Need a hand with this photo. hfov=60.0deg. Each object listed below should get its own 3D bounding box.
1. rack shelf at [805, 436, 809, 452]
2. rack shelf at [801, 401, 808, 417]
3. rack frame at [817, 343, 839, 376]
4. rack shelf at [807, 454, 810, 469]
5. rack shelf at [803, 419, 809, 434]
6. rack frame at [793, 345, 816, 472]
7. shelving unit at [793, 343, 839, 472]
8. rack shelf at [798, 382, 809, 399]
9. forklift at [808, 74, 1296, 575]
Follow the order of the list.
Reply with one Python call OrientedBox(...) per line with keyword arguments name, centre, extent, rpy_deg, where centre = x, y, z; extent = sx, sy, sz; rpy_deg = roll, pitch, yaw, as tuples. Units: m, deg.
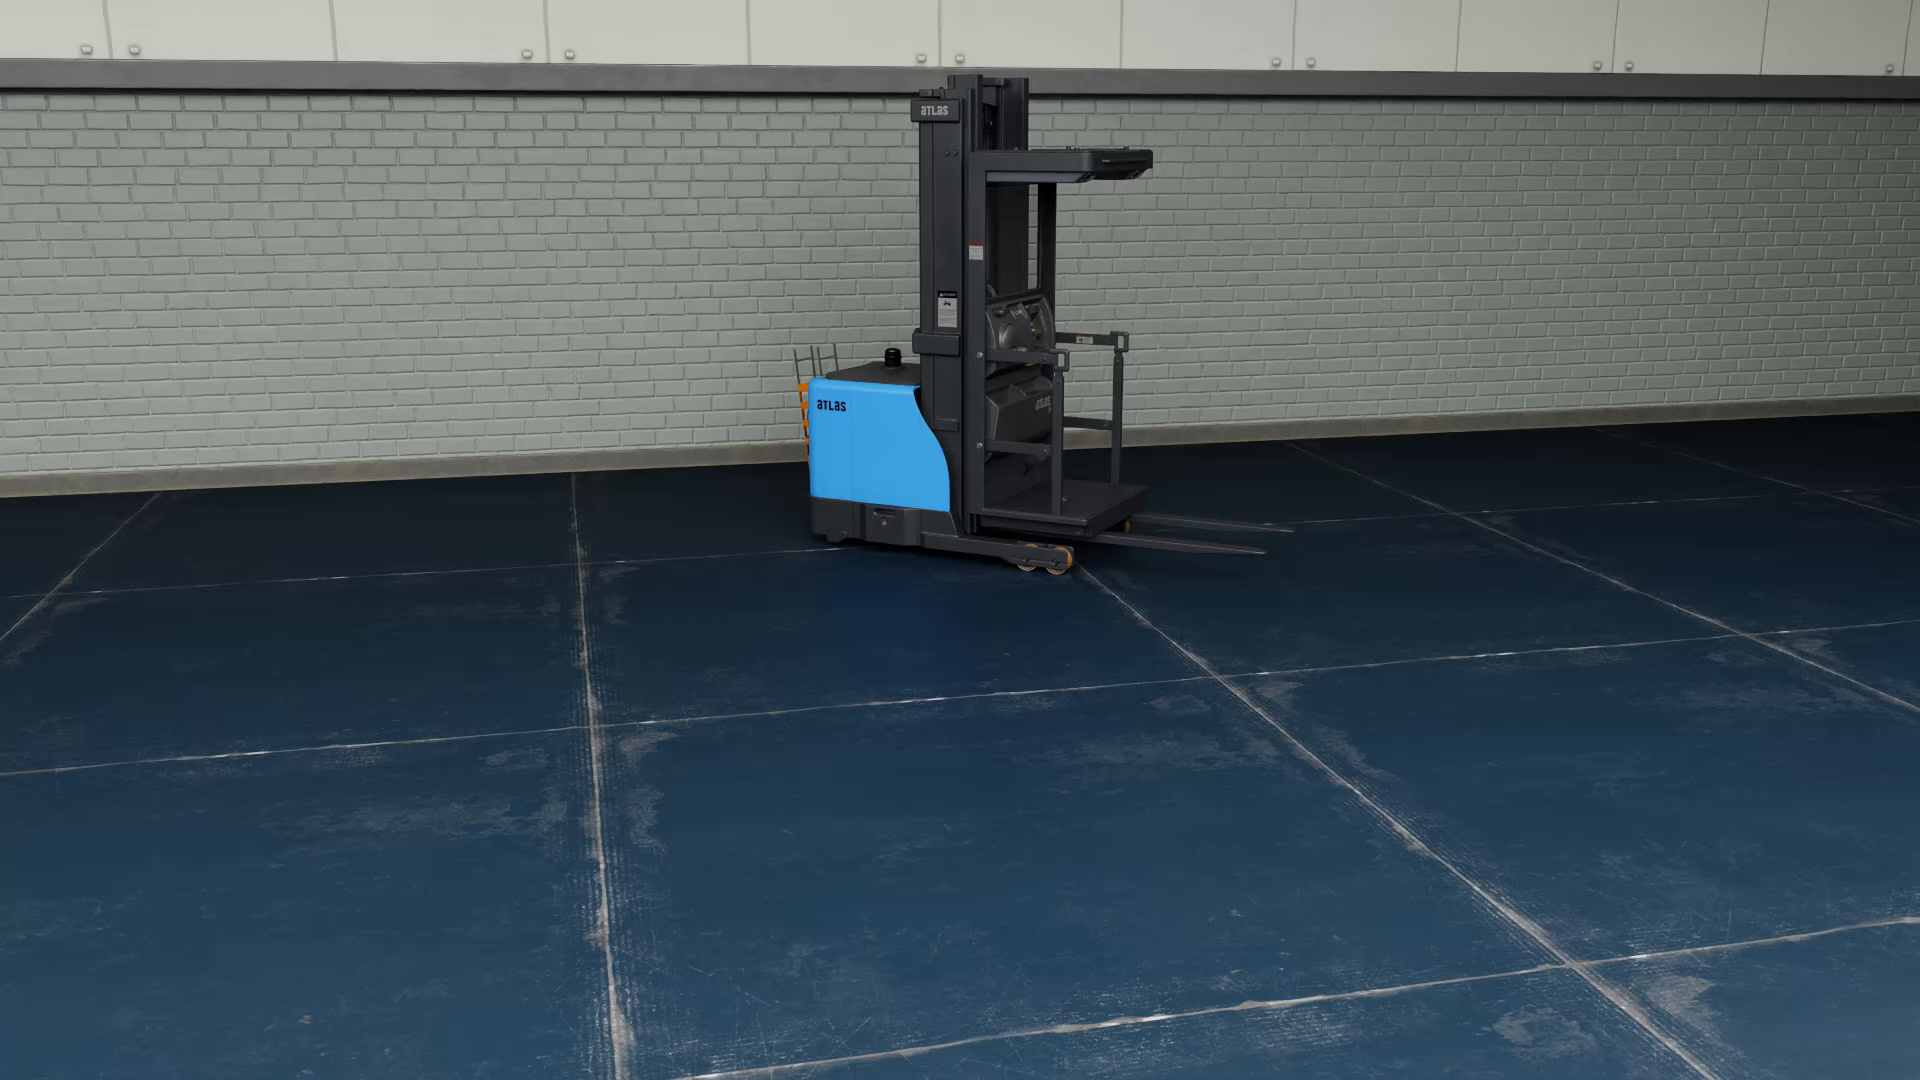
OrientedBox(name="rack shelf", centre=(-0.908, -0.676, 11.322), extent=(0.180, 0.103, 0.258), rpy_deg=(-1, 12, 26))
OrientedBox(name="rack shelf", centre=(-0.935, -0.911, 11.278), extent=(0.180, 0.103, 0.258), rpy_deg=(-1, 12, 26))
OrientedBox(name="rack frame", centre=(-0.831, -0.722, 11.273), extent=(0.006, 1.200, 0.240), rpy_deg=(-1, 12, 26))
OrientedBox(name="rack shelf", centre=(-0.894, -0.559, 11.344), extent=(0.180, 0.103, 0.258), rpy_deg=(-1, 12, 26))
OrientedBox(name="rack shelf", centre=(-0.922, -0.794, 11.300), extent=(0.180, 0.103, 0.258), rpy_deg=(-1, 12, 26))
OrientedBox(name="rack frame", centre=(-0.995, -0.718, 11.355), extent=(0.006, 1.200, 0.240), rpy_deg=(-1, 12, 26))
OrientedBox(name="shelving unit", centre=(-0.913, -0.720, 11.314), extent=(0.189, 1.200, 0.258), rpy_deg=(-1, 12, 26))
OrientedBox(name="rack shelf", centre=(-0.949, -1.028, 11.256), extent=(0.180, 0.103, 0.258), rpy_deg=(-1, 12, 26))
OrientedBox(name="forklift", centre=(0.564, -1.358, 10.310), extent=(3.031, 2.935, 1.130), rpy_deg=(7, 15, 25))
